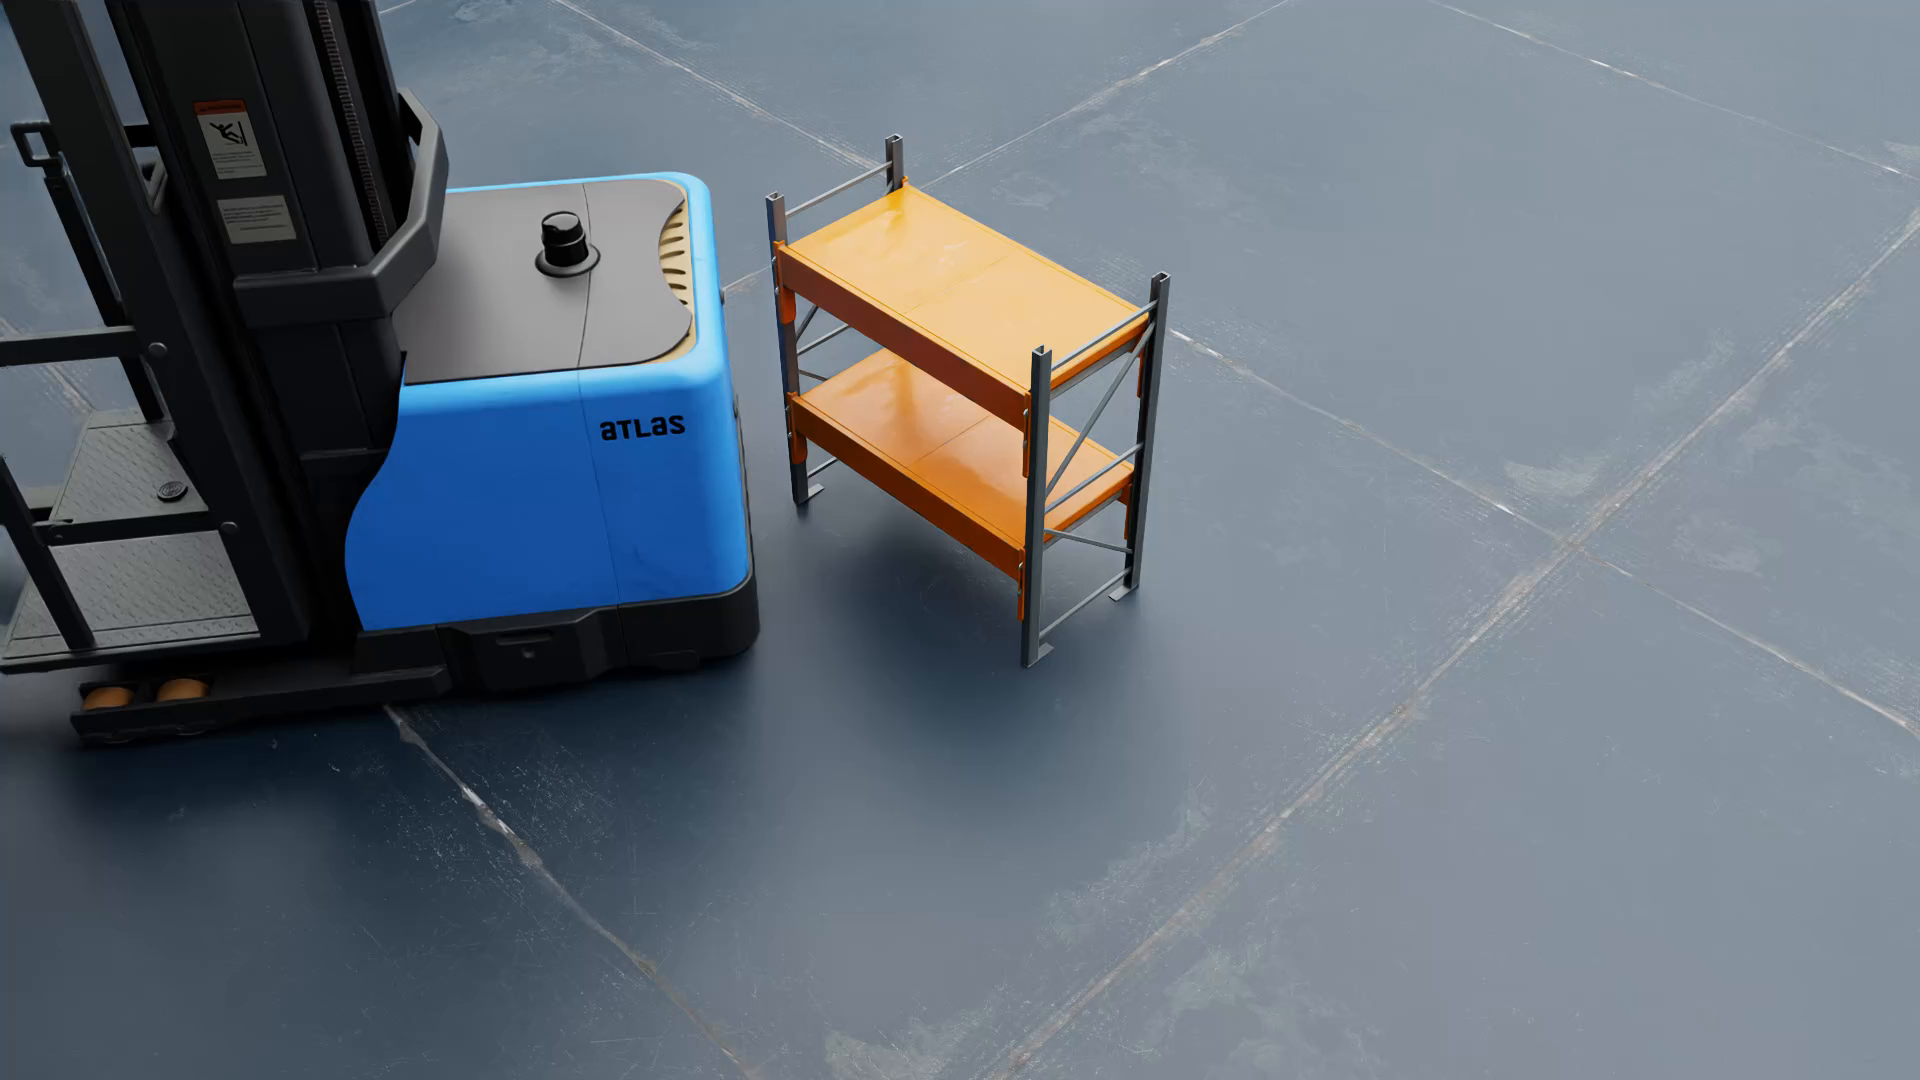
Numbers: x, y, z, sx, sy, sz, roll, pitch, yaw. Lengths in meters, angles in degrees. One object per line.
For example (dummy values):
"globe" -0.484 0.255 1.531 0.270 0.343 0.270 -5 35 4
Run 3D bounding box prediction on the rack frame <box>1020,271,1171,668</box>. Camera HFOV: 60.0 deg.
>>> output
"rack frame" 0.364 -0.166 4.600 0.500 1.125 0.032 -34 53 -31

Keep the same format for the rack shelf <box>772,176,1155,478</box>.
"rack shelf" 0.005 -0.625 4.666 0.538 0.278 1.000 -34 53 -31

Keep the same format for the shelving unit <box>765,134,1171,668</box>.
"shelving unit" 0.005 -0.410 4.865 0.538 1.125 1.048 -34 53 -31

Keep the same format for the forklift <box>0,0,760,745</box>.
"forklift" -2.148 -0.895 4.059 3.031 2.935 1.130 -6 43 -6

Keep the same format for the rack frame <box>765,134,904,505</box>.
"rack frame" -0.354 -0.654 5.129 0.500 1.125 0.032 -34 53 -31

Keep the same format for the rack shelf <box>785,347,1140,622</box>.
"rack shelf" 0.005 -0.230 5.031 0.538 0.278 1.000 -34 53 -31
